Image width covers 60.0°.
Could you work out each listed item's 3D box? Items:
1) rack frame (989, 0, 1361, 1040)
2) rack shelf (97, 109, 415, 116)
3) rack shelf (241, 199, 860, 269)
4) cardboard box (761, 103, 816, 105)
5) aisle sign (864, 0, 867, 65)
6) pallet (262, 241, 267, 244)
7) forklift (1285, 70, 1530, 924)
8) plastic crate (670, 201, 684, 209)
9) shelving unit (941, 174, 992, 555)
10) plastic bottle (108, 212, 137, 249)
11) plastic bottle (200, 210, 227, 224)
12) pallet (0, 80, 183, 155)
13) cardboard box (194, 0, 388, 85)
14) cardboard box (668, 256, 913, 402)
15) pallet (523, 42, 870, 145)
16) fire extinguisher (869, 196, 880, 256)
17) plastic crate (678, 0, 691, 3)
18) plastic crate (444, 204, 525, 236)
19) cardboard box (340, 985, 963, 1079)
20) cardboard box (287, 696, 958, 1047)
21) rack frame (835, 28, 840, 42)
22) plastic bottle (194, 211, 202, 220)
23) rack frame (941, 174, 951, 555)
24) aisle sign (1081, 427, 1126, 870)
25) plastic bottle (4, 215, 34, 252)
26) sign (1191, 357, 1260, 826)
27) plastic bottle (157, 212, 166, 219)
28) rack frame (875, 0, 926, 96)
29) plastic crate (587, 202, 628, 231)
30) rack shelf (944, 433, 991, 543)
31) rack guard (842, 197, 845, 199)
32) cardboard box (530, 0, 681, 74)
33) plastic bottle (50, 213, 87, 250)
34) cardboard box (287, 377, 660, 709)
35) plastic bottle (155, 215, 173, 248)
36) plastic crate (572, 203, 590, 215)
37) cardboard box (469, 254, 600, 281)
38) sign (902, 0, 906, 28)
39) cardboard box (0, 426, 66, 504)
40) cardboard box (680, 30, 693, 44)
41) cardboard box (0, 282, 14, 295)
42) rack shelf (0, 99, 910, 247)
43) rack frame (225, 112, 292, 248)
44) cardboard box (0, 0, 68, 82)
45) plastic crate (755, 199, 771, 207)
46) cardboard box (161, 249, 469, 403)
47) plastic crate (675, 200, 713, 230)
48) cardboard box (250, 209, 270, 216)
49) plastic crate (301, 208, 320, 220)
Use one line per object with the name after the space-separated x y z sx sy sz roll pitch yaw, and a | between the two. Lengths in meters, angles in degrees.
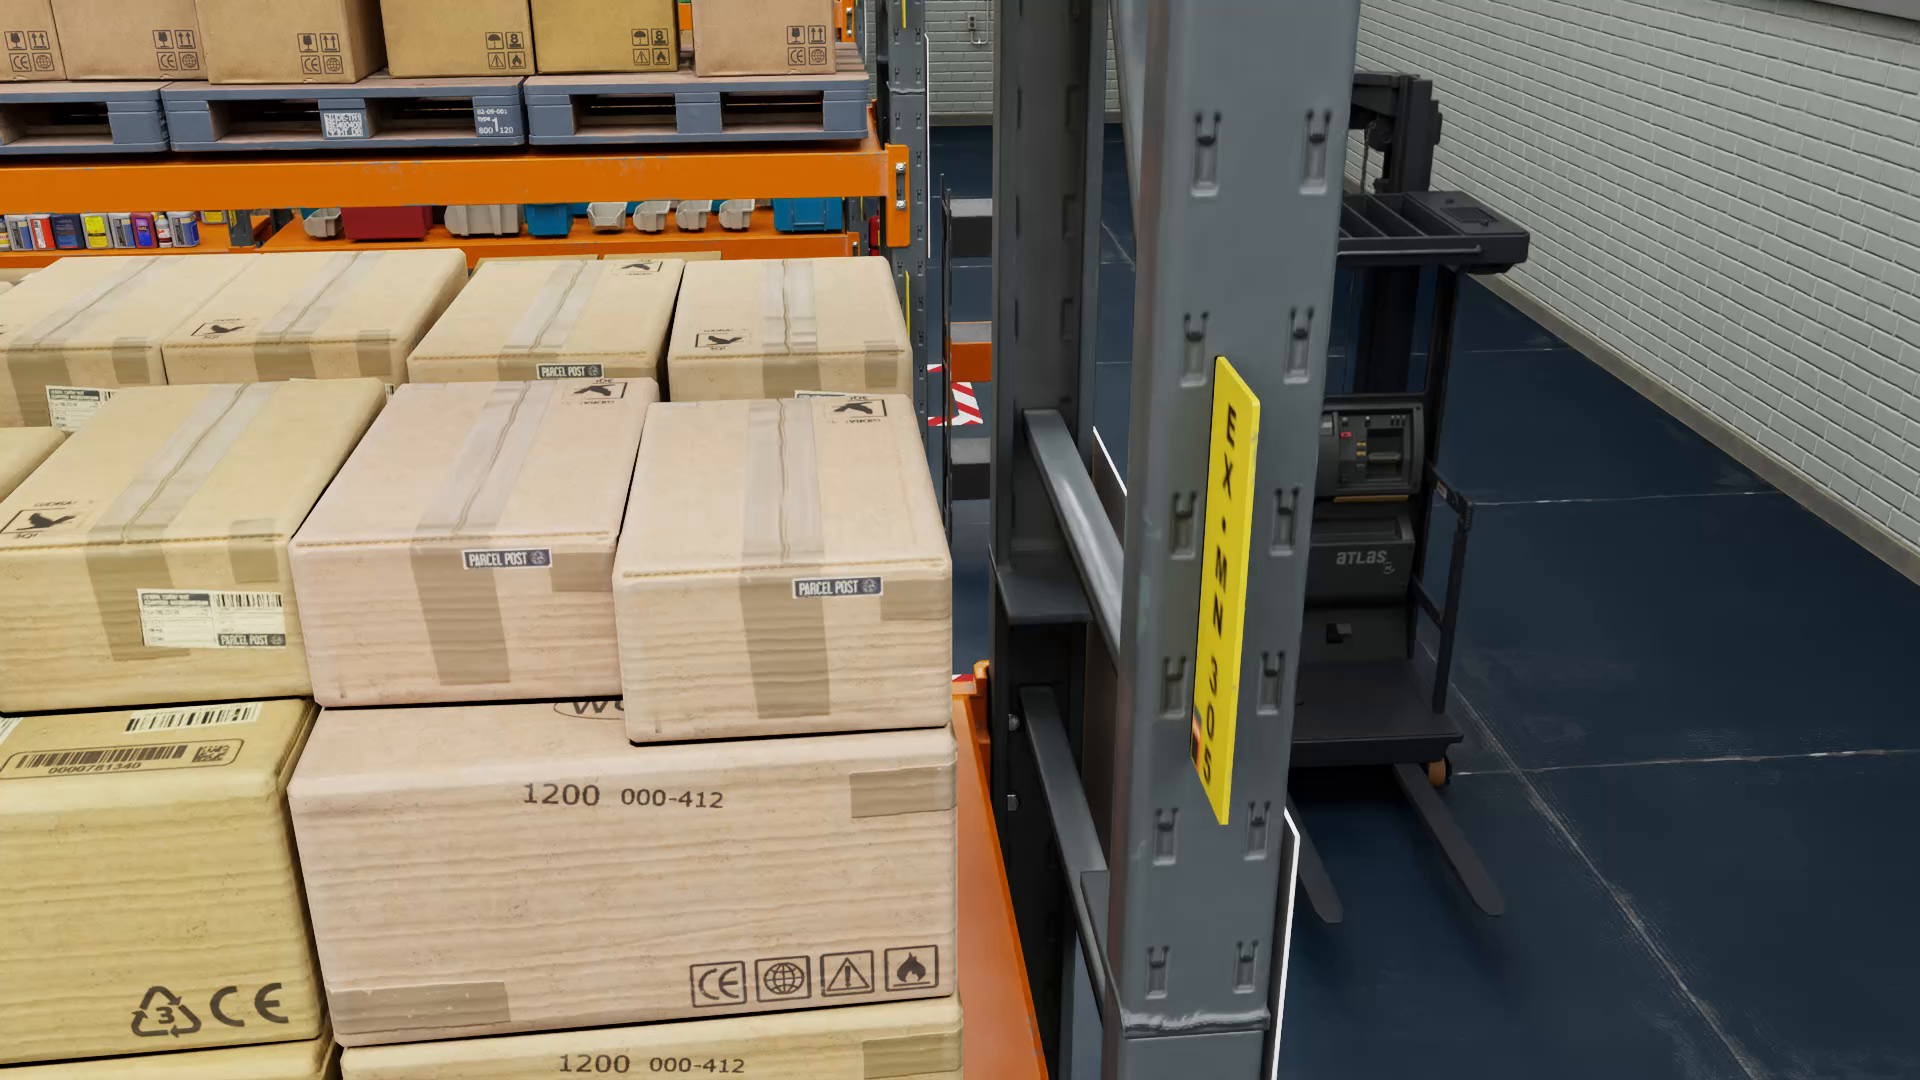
0.152 -1.151 1.261 0.127 3.000 1.000 -2 24 -5 | rack frame
-7.176 -3.855 15.615 4.000 0.370 1.077 -2 24 -5 | rack shelf
-2.712 -2.012 11.470 4.000 0.370 1.077 -2 24 -5 | rack shelf
-1.624 -4.341 15.700 0.500 0.500 0.500 -2 24 -4 | cardboard box
-0.621 -3.493 10.716 0.004 0.787 0.394 -2 24 -5 | aisle sign
-5.991 -2.941 16.108 1.213 0.211 1.003 -2 24 -5 | pallet
1.554 -0.363 6.959 1.130 2.935 3.031 -2 24 -4 | forklift
-2.002 -2.445 11.808 0.298 0.136 0.250 -2 24 -5 | plastic crate
0.165 -0.966 9.338 0.503 2.100 0.431 -2 24 -5 | shelving unit
-5.426 -2.044 10.807 0.135 0.276 0.152 -2 24 -5 | plastic bottle
-5.125 -2.354 11.414 0.185 0.351 0.144 -2 24 -5 | plastic bottle
-3.400 -1.618 6.113 1.213 0.211 1.003 -2 24 -5 | pallet
-2.373 -1.952 5.992 0.500 0.500 0.700 -1 24 -3 | cardboard box
-0.193 -0.202 1.897 0.250 0.149 0.380 -2 24 -6 | cardboard box
-0.972 -1.715 6.332 1.213 0.211 1.003 -2 24 -5 | pallet
-0.527 -2.037 11.195 0.183 0.674 0.296 -2 24 -5 | fire extinguisher
-1.675 -3.540 10.589 0.336 0.188 0.450 -2 24 -5 | plastic crate
-3.165 -2.221 11.126 0.530 0.282 0.437 -2 24 -5 | plastic crate
-0.275 0.413 1.620 0.500 0.250 0.500 -3 24 -6 | cardboard box
-0.281 0.181 1.527 0.500 0.250 0.500 -3 24 -7 | cardboard box
-1.205 -4.423 16.008 0.127 3.000 1.000 -2 24 -5 | rack frame
-5.242 -2.360 11.511 0.133 0.283 0.061 -2 24 -5 | plastic bottle
-0.078 -0.956 9.316 0.015 2.100 0.400 -2 24 -5 | rack frame
0.195 0.278 2.231 0.004 0.787 0.394 -2 24 -5 | aisle sign
-6.062 -2.018 10.750 0.135 0.276 0.152 -2 24 -5 | plastic bottle
0.187 0.040 1.184 0.005 0.325 0.100 -2 24 -5 | sign
-5.565 -2.325 11.441 0.135 0.276 0.152 -2 24 -5 | plastic bottle
-0.235 -3.160 5.781 0.127 3.000 1.000 -2 24 -5 | rack frame
-2.373 -2.176 11.203 0.250 0.136 0.298 -2 24 -5 | plastic crate
0.165 -0.314 9.628 0.480 0.518 0.431 -2 24 -5 | rack shelf
-1.280 -3.278 16.509 0.348 0.500 1.175 -2 24 -5 | rack guard
-1.319 -2.057 6.228 0.500 0.500 0.700 -3 24 -7 | cardboard box
-5.769 -2.062 10.757 0.185 0.351 0.144 -2 24 -5 | plastic bottle
-0.403 -0.012 1.469 0.250 0.149 0.380 -2 24 -4 | cardboard box
-5.175 -2.008 10.820 0.097 0.201 0.097 0 24 0 | plastic bottle
-2.609 -2.430 11.657 0.300 0.233 0.416 -2 24 -5 | plastic crate
-1.752 -0.876 6.923 0.500 0.500 0.500 -3 24 -7 | cardboard box
-0.195 -1.938 5.732 0.005 0.325 0.100 -2 24 -5 | sign
-0.912 0.044 1.342 0.250 0.149 0.380 -2 24 -4 | cardboard box
-2.639 -4.754 15.398 0.500 0.500 0.500 -2 24 -4 | cardboard box
-1.213 -0.155 1.792 0.250 0.149 0.380 -2 24 -4 | cardboard box
-2.225 -1.381 6.357 4.000 0.370 1.077 -2 24 -5 | rack shelf
-4.702 -2.261 11.144 0.127 3.000 1.000 -2 24 -5 | rack frame
-3.443 -1.969 6.030 0.500 0.500 0.700 -4 24 -8 | cardboard box
-1.327 -2.472 11.869 0.298 0.136 0.250 -2 24 -5 | plastic crate
-0.725 -0.218 1.932 0.250 0.149 0.380 -2 24 -5 | cardboard box
-1.805 -2.216 11.294 0.243 0.136 0.396 -2 24 -5 | plastic crate
-6.640 -3.151 15.681 0.500 0.500 0.500 -2 24 -4 | cardboard box
-4.271 -2.438 11.487 0.575 0.384 0.392 -2 24 -5 | plastic crate
